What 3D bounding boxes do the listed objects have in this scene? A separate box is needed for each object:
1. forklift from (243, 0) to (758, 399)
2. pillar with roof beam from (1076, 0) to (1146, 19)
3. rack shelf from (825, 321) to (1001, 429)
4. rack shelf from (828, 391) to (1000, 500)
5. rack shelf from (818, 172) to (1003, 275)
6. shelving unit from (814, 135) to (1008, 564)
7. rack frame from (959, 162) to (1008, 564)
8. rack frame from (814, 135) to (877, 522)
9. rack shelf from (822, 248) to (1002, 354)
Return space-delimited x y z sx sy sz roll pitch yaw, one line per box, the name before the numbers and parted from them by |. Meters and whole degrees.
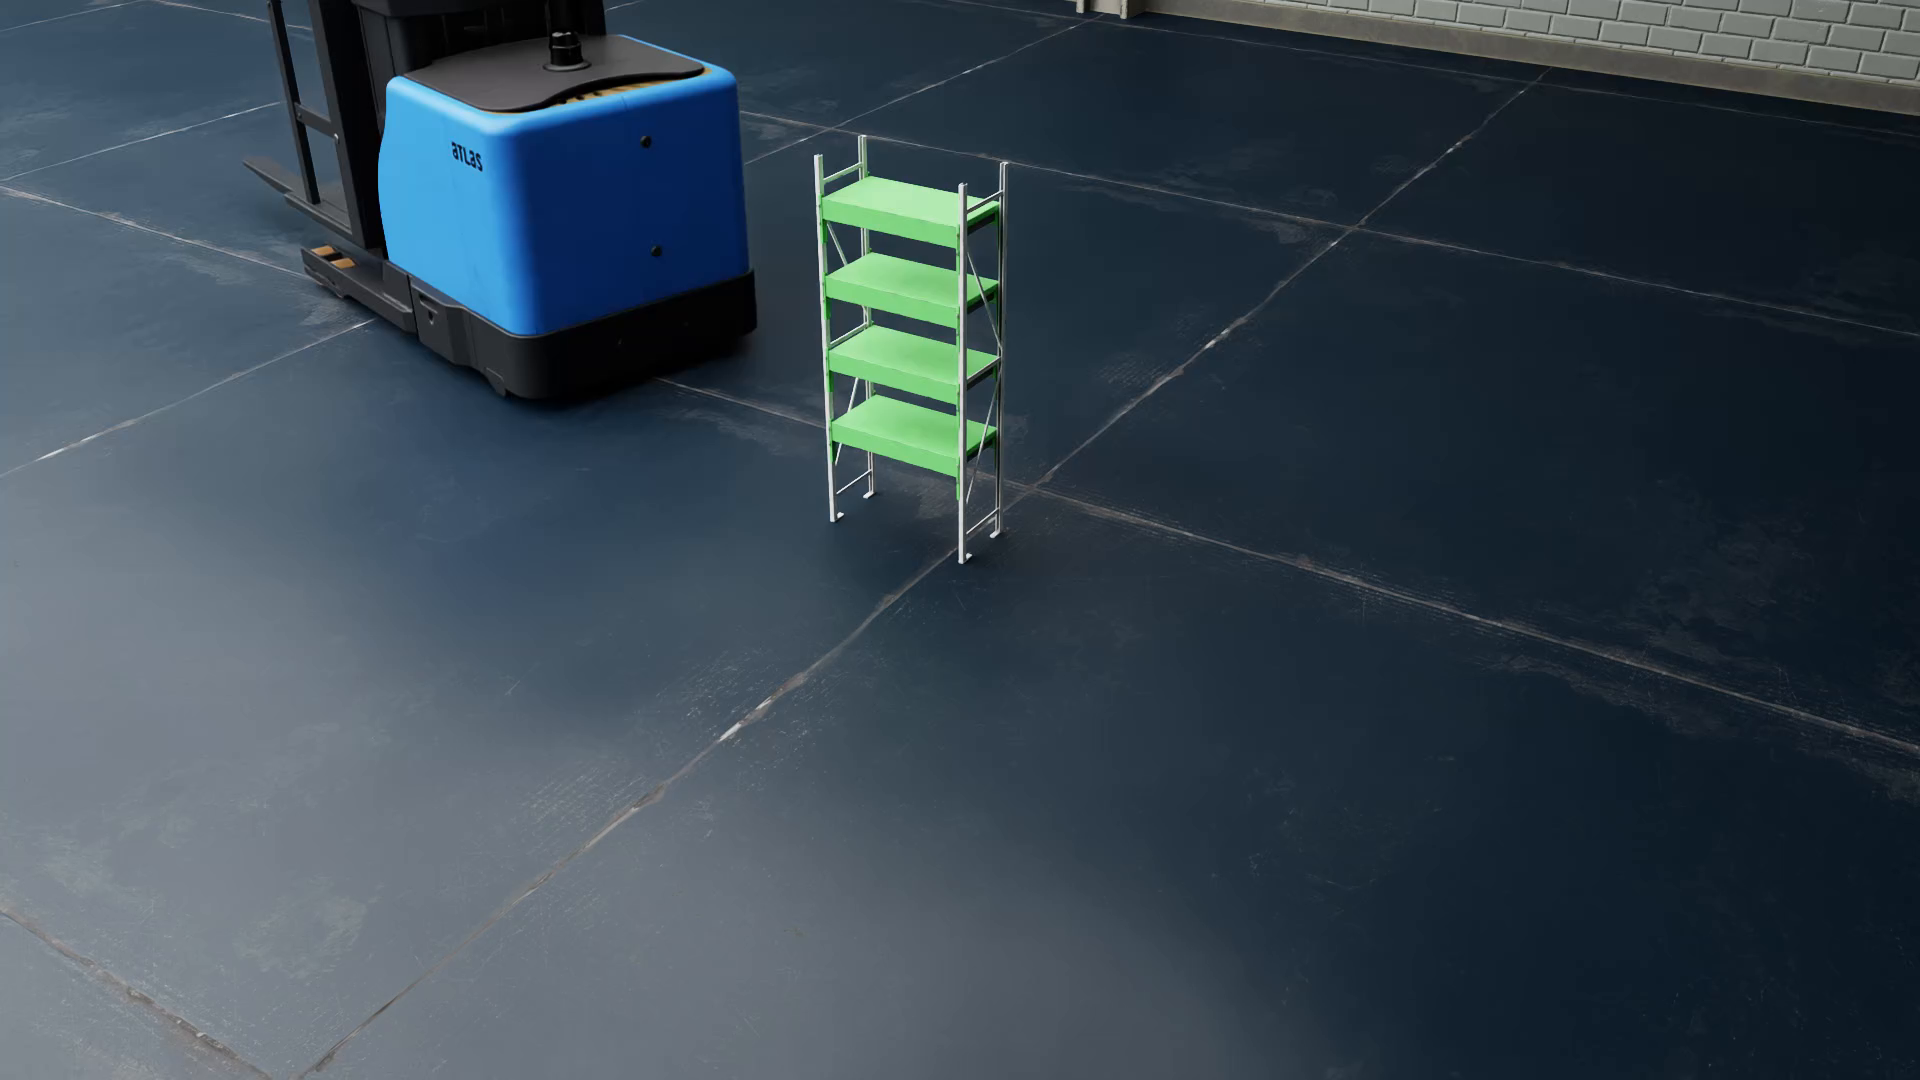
forklift | -2.156 -2.433 6.511 1.130 2.935 3.031 -24 38 -35
pillar with roof beam | -1.235 -5.722 6.128 0.400 9.000 9.100 18 35 27
rack shelf | -0.140 -0.507 5.056 0.480 0.148 0.258 18 35 27
rack shelf | -0.140 -0.300 5.177 0.480 0.148 0.258 18 35 27
rack shelf | -0.140 -0.922 4.814 0.480 0.148 0.258 18 35 27
shelving unit | -0.140 -0.563 5.024 0.503 1.200 0.258 18 35 27
rack frame | 0.066 -0.497 4.912 0.015 1.200 0.240 18 35 27
rack frame | -0.347 -0.628 5.136 0.015 1.200 0.240 18 35 27
rack shelf | -0.140 -0.715 4.935 0.480 0.148 0.258 18 35 27
